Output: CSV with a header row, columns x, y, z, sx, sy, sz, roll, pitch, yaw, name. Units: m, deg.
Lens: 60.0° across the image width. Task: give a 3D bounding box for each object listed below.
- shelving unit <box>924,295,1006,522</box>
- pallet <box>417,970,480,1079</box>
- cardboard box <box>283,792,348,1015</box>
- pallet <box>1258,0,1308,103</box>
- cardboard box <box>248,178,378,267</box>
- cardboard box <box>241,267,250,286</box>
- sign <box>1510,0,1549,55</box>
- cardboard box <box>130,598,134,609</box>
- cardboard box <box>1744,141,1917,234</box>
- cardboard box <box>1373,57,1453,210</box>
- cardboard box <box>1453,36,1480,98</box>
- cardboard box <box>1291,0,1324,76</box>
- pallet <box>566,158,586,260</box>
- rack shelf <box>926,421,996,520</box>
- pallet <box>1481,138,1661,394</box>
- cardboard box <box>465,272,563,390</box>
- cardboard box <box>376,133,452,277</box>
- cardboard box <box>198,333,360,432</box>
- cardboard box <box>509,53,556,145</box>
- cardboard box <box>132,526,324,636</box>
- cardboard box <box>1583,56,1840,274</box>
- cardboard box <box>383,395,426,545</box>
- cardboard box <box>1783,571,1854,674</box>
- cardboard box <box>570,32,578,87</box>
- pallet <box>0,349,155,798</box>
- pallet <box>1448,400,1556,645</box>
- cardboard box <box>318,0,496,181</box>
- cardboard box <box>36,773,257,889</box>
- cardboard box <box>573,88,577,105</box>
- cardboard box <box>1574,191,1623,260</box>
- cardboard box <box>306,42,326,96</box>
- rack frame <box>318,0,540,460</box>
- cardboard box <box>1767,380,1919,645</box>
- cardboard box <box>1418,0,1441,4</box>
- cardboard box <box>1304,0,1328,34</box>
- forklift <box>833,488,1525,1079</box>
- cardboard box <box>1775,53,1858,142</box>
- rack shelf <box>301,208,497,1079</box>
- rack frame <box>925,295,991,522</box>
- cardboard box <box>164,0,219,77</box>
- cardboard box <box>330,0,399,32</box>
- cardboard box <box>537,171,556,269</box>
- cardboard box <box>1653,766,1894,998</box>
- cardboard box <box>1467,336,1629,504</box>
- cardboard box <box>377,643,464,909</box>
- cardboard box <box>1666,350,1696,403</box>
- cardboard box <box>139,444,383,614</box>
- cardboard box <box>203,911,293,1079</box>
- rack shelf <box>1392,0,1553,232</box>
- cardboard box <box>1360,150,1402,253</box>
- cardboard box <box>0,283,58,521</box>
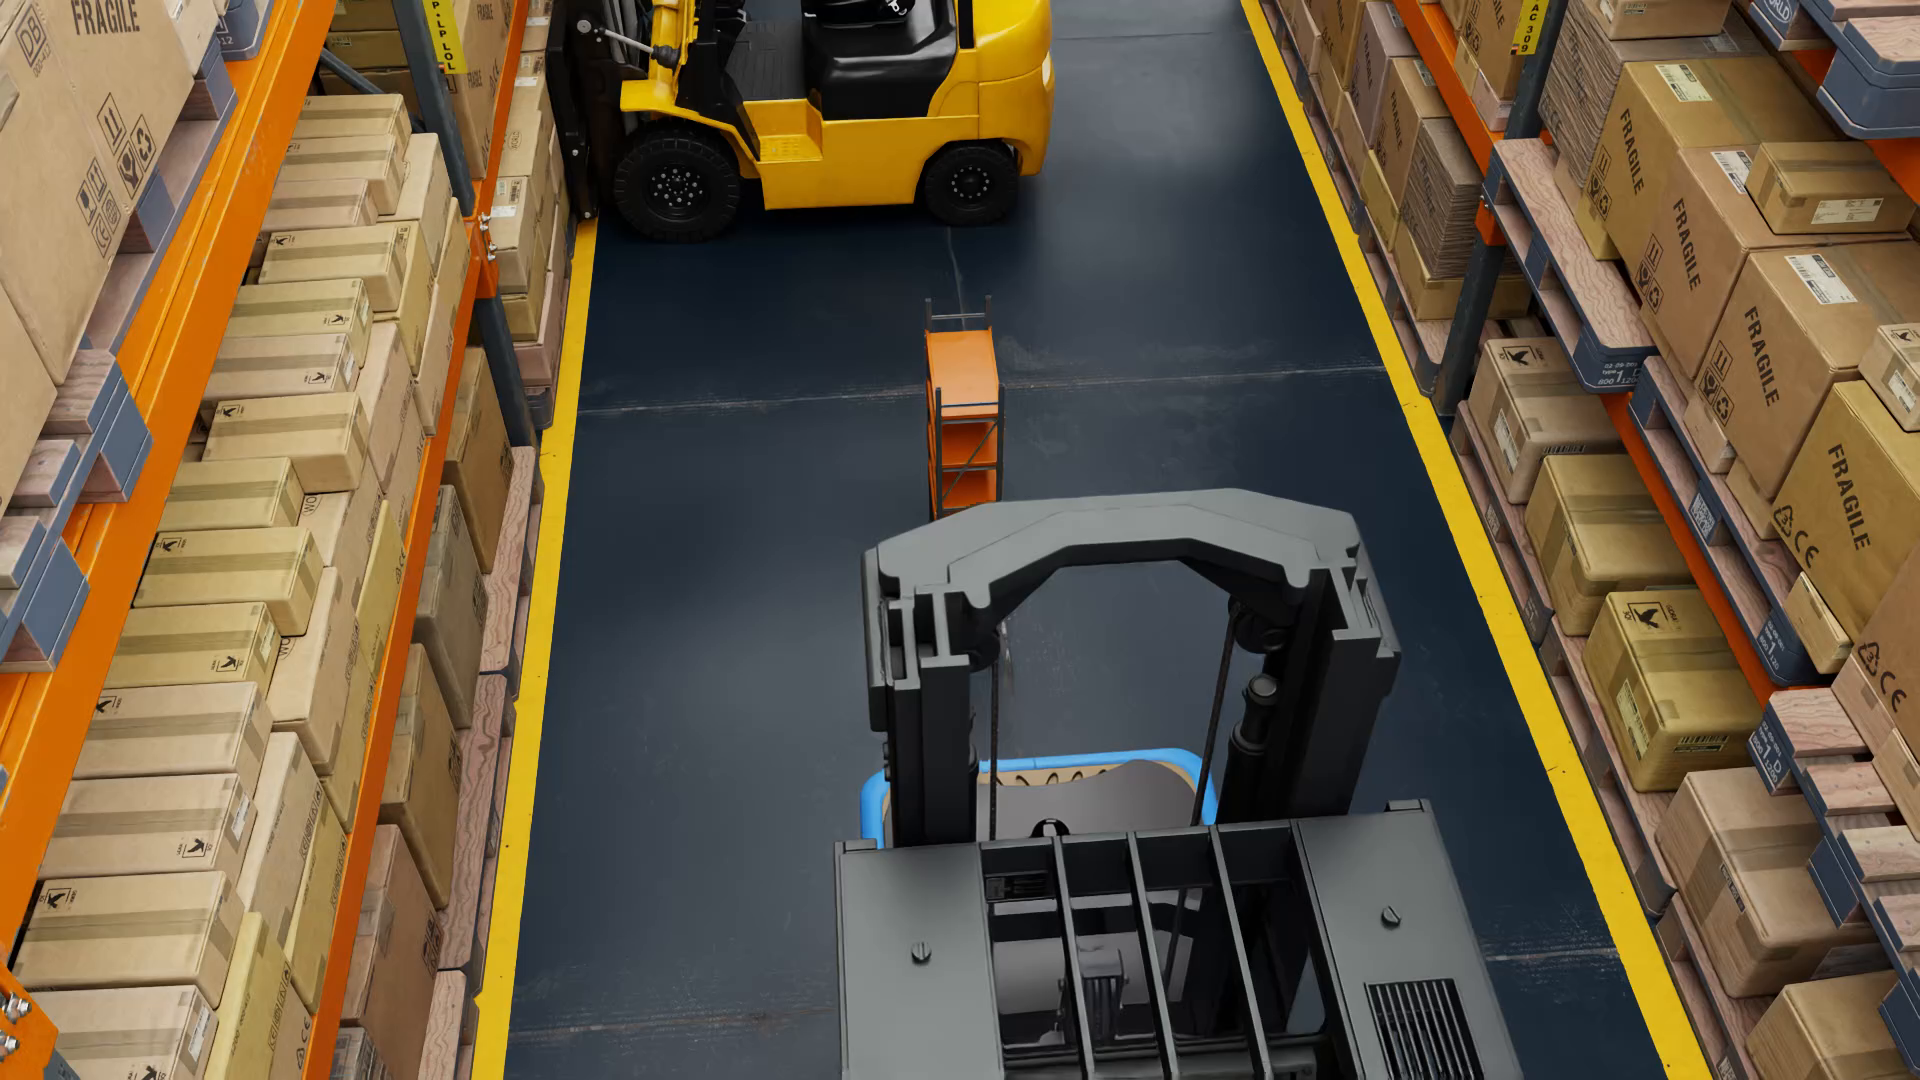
x,y,z,sx,sy,sz,roll,pitch,yaw,name
0.014,-0.293,6.337,0.258,1.200,0.503,-3,47,-3,shelving unit
-2.019,1.910,4.932,1.003,0.211,1.213,-3,47,-3,pallet
-1.820,0.901,4.071,0.500,0.250,0.500,-4,47,-4,cardboard box
2.326,-2.940,9.525,1.003,0.211,1.213,-3,47,-3,pallet
-2.067,-1.003,5.255,0.380,0.149,0.250,-4,47,-3,cardboard box
-2.505,-0.718,5.260,0.500,0.250,0.500,-4,47,-4,cardboard box
2.082,-1.909,6.032,0.100,0.325,0.005,-3,47,-3,sign
-2.388,0.388,4.212,0.500,0.250,0.500,-4,47,-4,cardboard box
2.502,-1.012,4.769,0.380,0.149,0.250,-1,47,-1,cardboard box
2.260,-1.886,7.695,0.500,0.500,0.500,-3,47,-3,cardboard box
2.263,-1.957,6.847,0.380,0.149,0.250,-3,47,-2,cardboard box
2.114,-2.772,9.051,0.500,0.250,0.500,-2,47,-2,cardboard box
-2.454,-1.849,8.492,1.003,0.211,1.213,-3,47,-3,pallet
0.014,-0.247,6.386,0.258,0.148,0.480,-3,47,-3,rack shelf
2.541,-1.022,5.920,1.003,0.211,1.213,-3,47,-3,pallet
-2.035,-0.914,7.291,0.500,0.250,0.500,-3,47,-3,cardboard box
-2.028,-1.126,5.646,0.500,0.250,0.500,-4,47,-4,cardboard box
-1.938,-0.446,4.727,0.380,0.149,0.250,-3,47,-3,cardboard box
-2.138,-1.987,7.618,0.500,0.250,0.500,-2,47,-2,cardboard box
-1.841,0.110,4.201,0.380,0.149,0.250,-3,47,-2,cardboard box
2.418,-1.211,5.405,0.500,0.500,0.500,-3,47,-3,cardboard box
-1.963,-0.220,5.132,0.500,0.250,0.500,-3,47,-3,cardboard box
2.484,0.214,4.502,0.380,0.149,0.250,-3,47,-3,cardboard box
-2.212,-2.541,8.487,0.500,0.250,0.500,-4,47,-4,cardboard box
-2.135,0.097,2.793,1.213,0.211,1.003,-2,47,-1,pallet
2.688,-0.127,6.862,1.003,0.211,1.213,-3,47,-3,pallet
-2.101,-1.716,6.377,0.500,0.500,0.500,-5,47,-4,cardboard box
-1.793,0.666,3.675,0.380,0.149,0.250,-2,47,-2,cardboard box
-2.174,-2.020,8.338,0.500,0.250,0.500,-2,47,-2,cardboard box
2.365,-1.107,5.753,0.380,0.149,0.250,-3,47,-2,cardboard box
-2.631,-1.688,6.350,0.500,0.500,0.500,-4,47,-4,cardboard box
-2.324,-1.345,6.094,1.000,3.000,0.127,-3,47,-3,rack frame
2.544,-0.087,4.340,0.500,0.500,0.500,-6,47,-6,cardboard box
2.203,-2.512,7.373,0.380,0.149,0.250,-4,47,-4,cardboard box
2.129,-3.005,8.754,0.500,0.500,0.500,-5,47,-5,cardboard box
0.340,1.429,3.515,1.130,2.935,3.031,-4,47,-3,forklift
2.932,-1.252,5.443,0.500,0.500,0.500,-3,47,-3,cardboard box
-2.157,0.349,4.985,1.077,0.370,4.000,-3,47,-3,rack shelf
-0.007,-0.469,6.505,0.240,1.200,0.015,-3,47,-3,rack frame
-1.865,-1.134,3.643,0.380,0.149,0.250,-4,47,-4,cardboard box
-2.055,-1.953,5.950,0.380,0.149,0.250,-3,47,-2,cardboard box
-2.101,-1.449,7.453,0.500,0.250,0.500,-4,47,-4,cardboard box
2.849,1.061,5.336,0.950,0.372,0.625,-4,47,-4,cardboard box
2.668,-0.511,6.825,0.950,0.372,0.625,-3,47,-3,cardboard box
-2.147,0.810,5.400,0.875,0.625,0.625,-5,47,-5,cardboard box
2.464,-0.539,5.215,0.380,0.149,0.250,-3,47,-3,cardboard box
-1.918,-0.017,4.596,0.500,0.250,0.500,-3,47,-3,cardboard box
-1.758,1.091,3.546,0.500,0.250,0.500,-4,47,-3,cardboard box
2.454,-2.849,8.014,1.077,0.370,4.000,-3,47,-3,rack shelf
2.250,-1.644,7.982,0.500,0.250,0.500,-5,47,-4,cardboard box
-1.807,-0.235,2.550,0.500,0.500,0.500,-3,47,-3,cardboard box
